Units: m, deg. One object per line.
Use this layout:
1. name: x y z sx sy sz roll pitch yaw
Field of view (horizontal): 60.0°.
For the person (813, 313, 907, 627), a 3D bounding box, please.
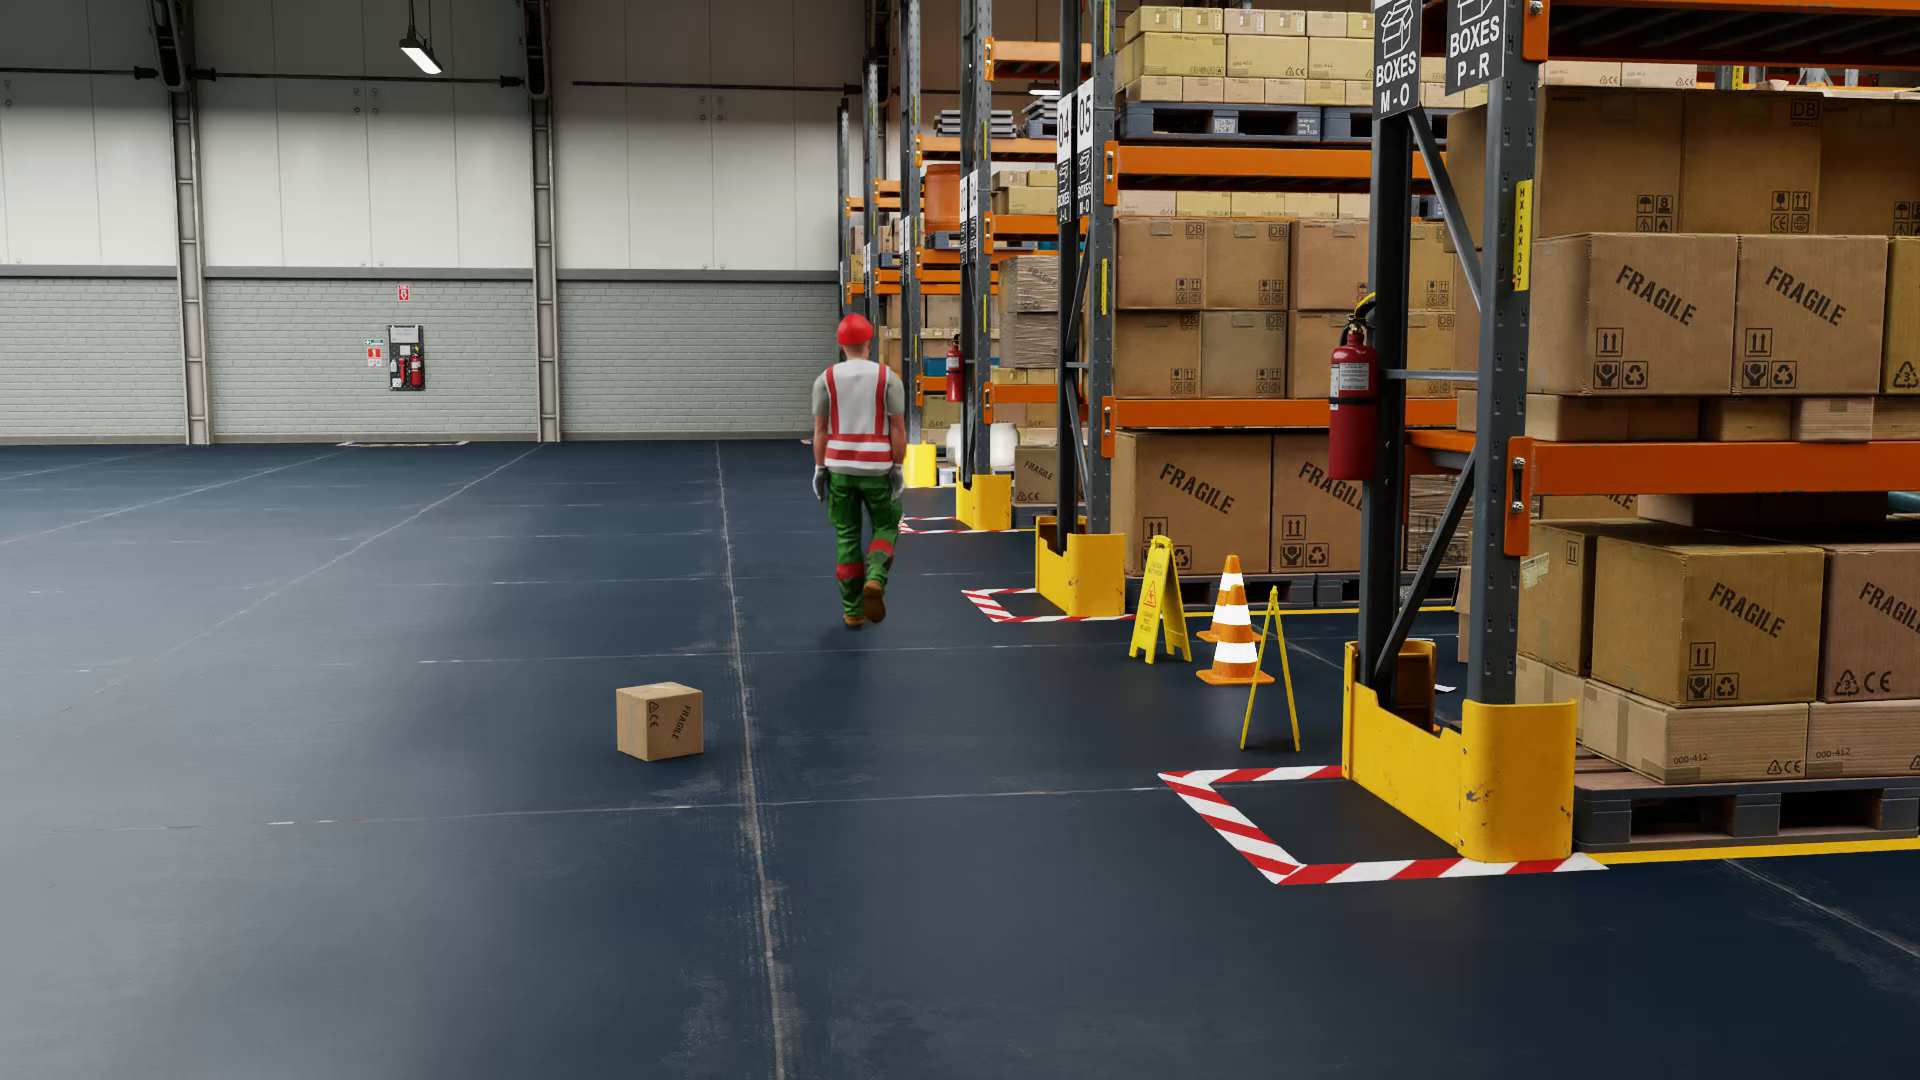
1. person: -0.571 -0.391 9.453 0.542 1.782 0.550 0 6 1
